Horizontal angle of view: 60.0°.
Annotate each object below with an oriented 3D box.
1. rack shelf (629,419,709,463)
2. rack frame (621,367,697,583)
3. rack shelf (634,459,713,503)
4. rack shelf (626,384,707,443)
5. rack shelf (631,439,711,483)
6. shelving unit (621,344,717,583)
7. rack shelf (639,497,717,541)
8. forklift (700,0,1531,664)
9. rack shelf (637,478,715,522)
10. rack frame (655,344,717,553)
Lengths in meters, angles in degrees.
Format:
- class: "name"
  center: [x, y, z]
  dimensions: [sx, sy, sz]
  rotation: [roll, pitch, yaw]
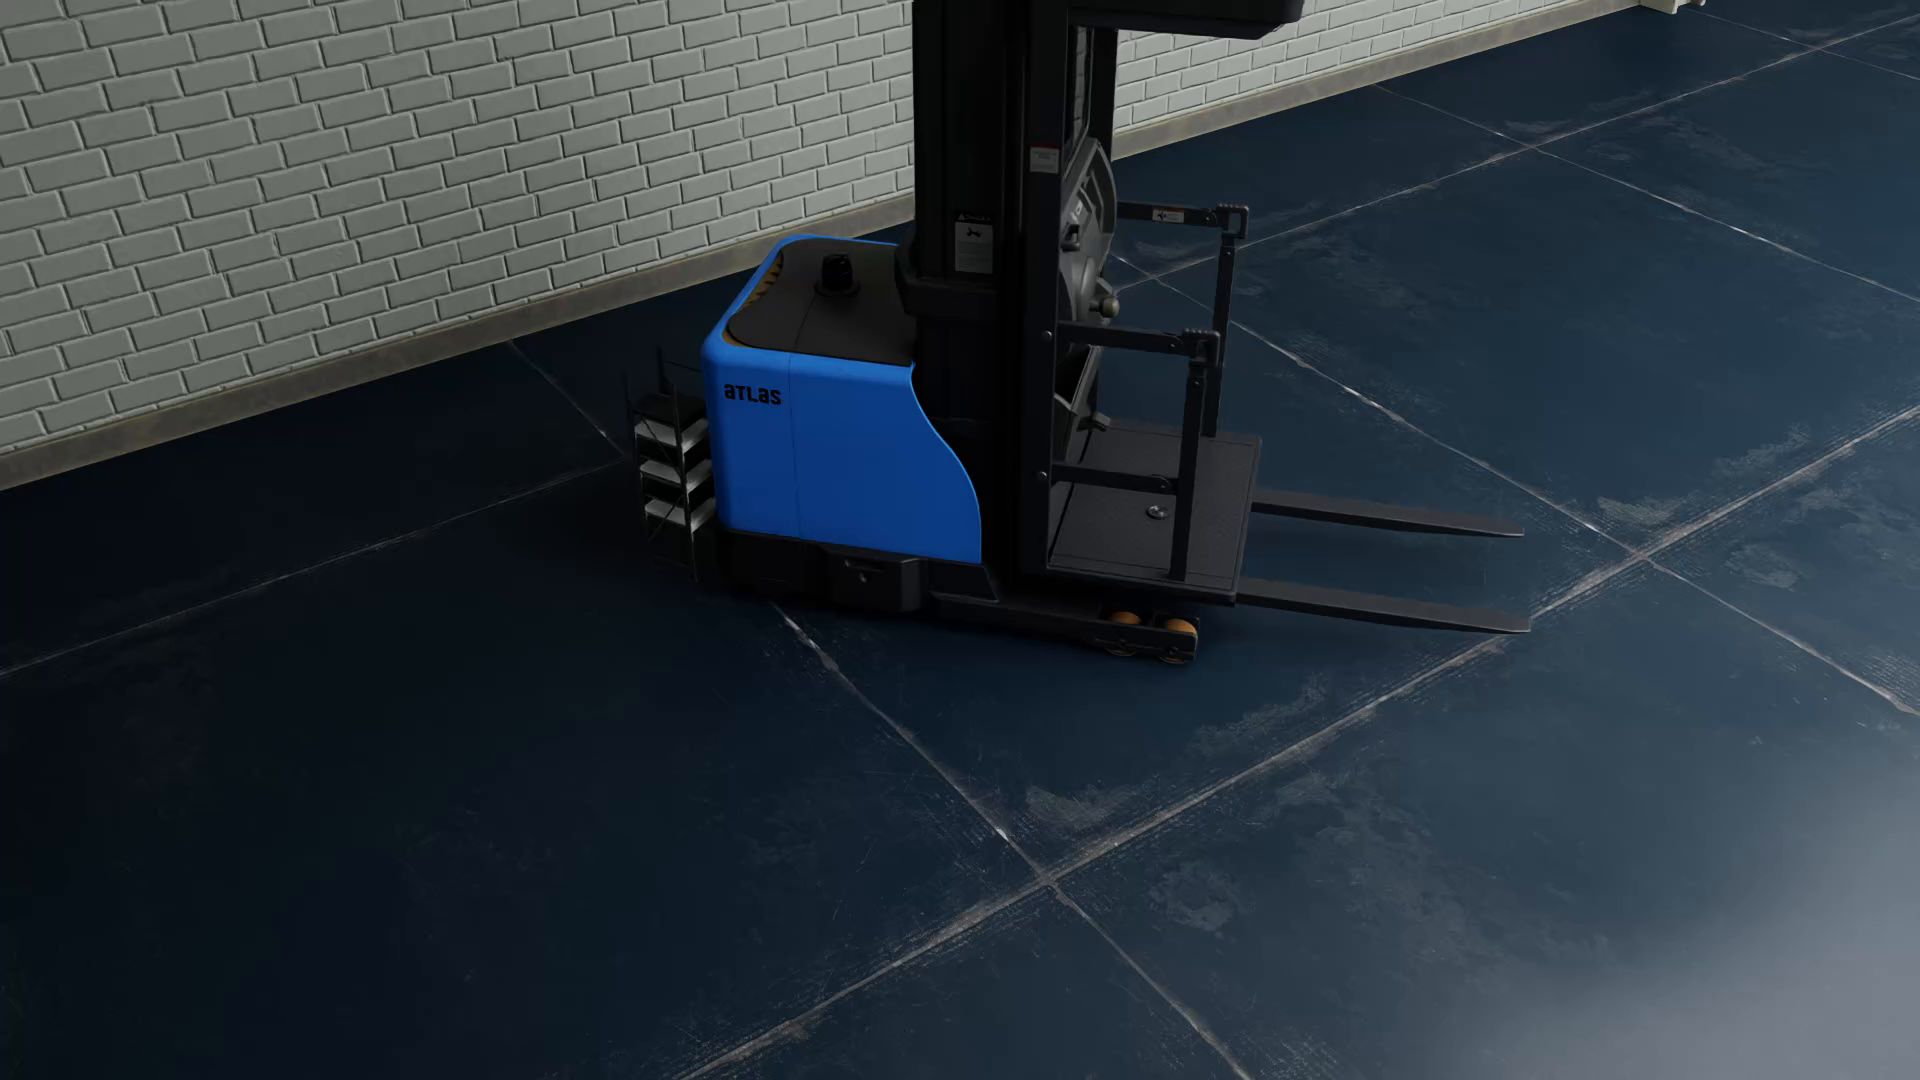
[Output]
- class: "rack shelf"
  center: [-1.085, -0.403, 6.288]
  dimensions: [0.258, 0.077, 0.200]
  rotation: [18, 40, 23]
- class: "rack frame"
  center: [-1.135, -0.232, 6.301]
  dimensions: [0.240, 0.900, 0.006]
  rotation: [18, 40, 23]
- class: "rack shelf"
  center: [-1.086, -0.257, 6.393]
  dimensions: [0.258, 0.077, 0.200]
  rotation: [18, 40, 23]
- class: "rack shelf"
  center: [-1.085, -0.476, 6.235]
  dimensions: [0.258, 0.077, 0.200]
  rotation: [18, 40, 23]
- class: "rack shelf"
  center: [-1.086, -0.330, 6.340]
  dimensions: [0.258, 0.077, 0.200]
  rotation: [18, 40, 23]
- class: "shelving unit"
  center: [-1.086, -0.284, 6.373]
  dimensions: [0.258, 0.900, 0.210]
  rotation: [18, 40, 23]
- class: "rack shelf"
  center: [-1.086, -0.111, 6.498]
  dimensions: [0.258, 0.077, 0.200]
  rotation: [18, 40, 23]
- class: "forklift"
  center: [0.634, -1.076, 5.736]
  dimensions: [3.031, 2.935, 1.130]
  rotation: [8, 36, 11]
- class: "rack shelf"
  center: [-1.086, -0.184, 6.446]
  dimensions: [0.258, 0.077, 0.200]
  rotation: [18, 40, 23]
- class: "rack frame"
  center: [-1.036, -0.336, 6.445]
  dimensions: [0.240, 0.900, 0.006]
  rotation: [18, 40, 23]
